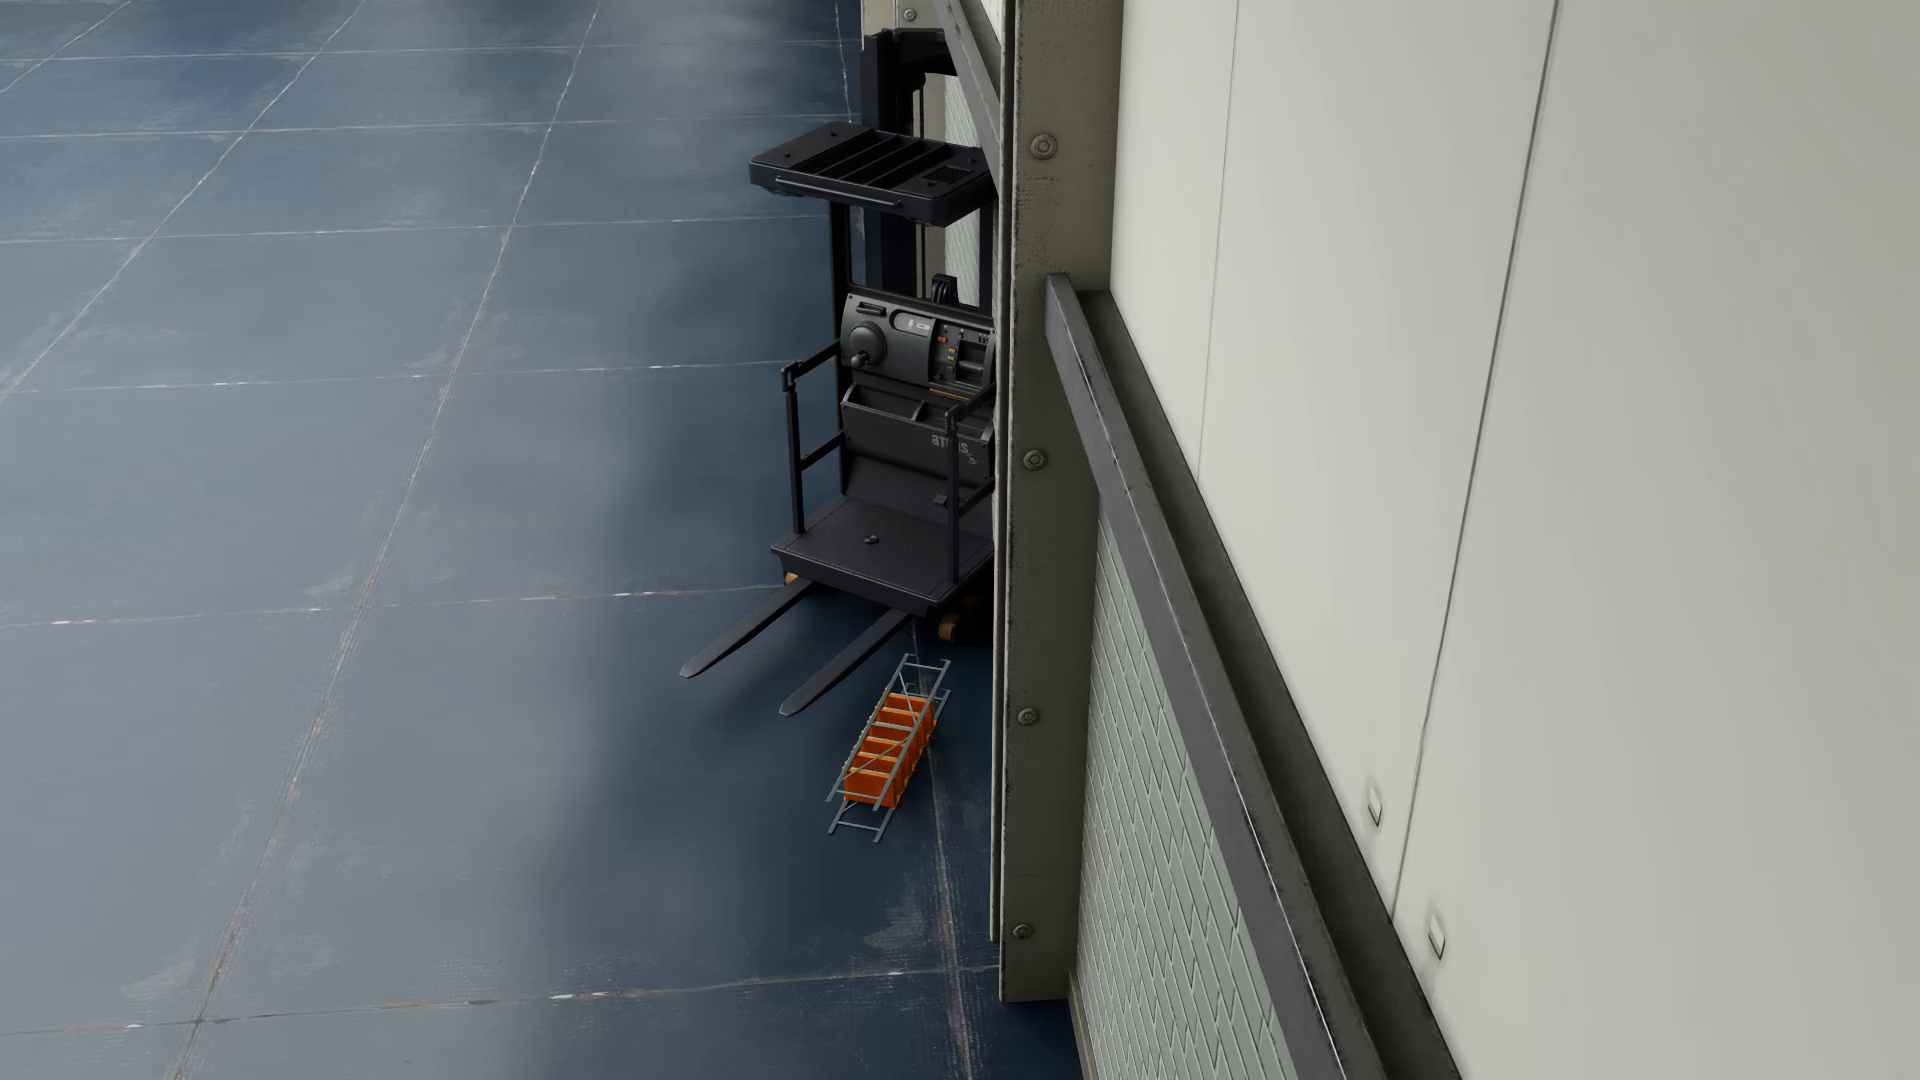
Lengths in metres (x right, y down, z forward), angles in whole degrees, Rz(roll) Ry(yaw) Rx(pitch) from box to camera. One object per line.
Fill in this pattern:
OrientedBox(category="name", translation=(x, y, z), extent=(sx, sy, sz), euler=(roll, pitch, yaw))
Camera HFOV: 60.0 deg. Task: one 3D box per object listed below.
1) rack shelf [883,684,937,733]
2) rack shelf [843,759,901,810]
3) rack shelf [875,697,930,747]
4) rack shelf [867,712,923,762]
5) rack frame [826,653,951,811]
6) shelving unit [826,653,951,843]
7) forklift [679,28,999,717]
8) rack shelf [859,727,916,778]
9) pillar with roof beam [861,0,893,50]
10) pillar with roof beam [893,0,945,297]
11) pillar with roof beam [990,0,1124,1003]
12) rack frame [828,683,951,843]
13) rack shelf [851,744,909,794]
OrientedBox(category="rack shelf", translation=(-0.245, 0.827, 8.177), extent=(0.258, 0.180, 0.103), euler=(8, 32, 13))
OrientedBox(category="rack shelf", translation=(-0.407, 1.123, 7.681), extent=(0.258, 0.180, 0.103), euler=(8, 32, 13))
OrientedBox(category="rack shelf", translation=(-0.278, 0.886, 8.078), extent=(0.258, 0.180, 0.103), euler=(8, 32, 13))
OrientedBox(category="rack shelf", translation=(-0.310, 0.945, 7.979), extent=(0.258, 0.180, 0.103), euler=(8, 32, 13))
OrientedBox(category="rack frame", translation=(-0.322, 0.889, 7.895), extent=(0.240, 0.006, 1.200), euler=(8, 32, 13))
OrientedBox(category="shelving unit", translation=(-0.322, 0.967, 7.942), extent=(0.258, 0.189, 1.200), euler=(8, 32, 13))
OrientedBox(category="forklift", translation=(-0.324, -0.981, 8.535), extent=(1.130, 2.935, 3.031), euler=(17, 35, 26))
OrientedBox(category="rack shelf", translation=(-0.342, 1.005, 7.879), extent=(0.258, 0.180, 0.103), euler=(8, 32, 13))
OrientedBox(category="pillar with roof beam", translation=(-5.110, -8.042, 14.438), extent=(9.100, 9.000, 0.400), euler=(-3, 31, -5))
OrientedBox(category="pillar with roof beam", translation=(-4.549, -4.978, 9.309), extent=(9.100, 9.000, 0.400), euler=(-3, 31, -5))
OrientedBox(category="pillar with roof beam", translation=(-3.989, -1.915, 4.181), extent=(9.100, 9.000, 0.400), euler=(-3, 31, -5))
OrientedBox(category="rack frame", translation=(-0.322, 1.046, 7.989), extent=(0.240, 0.006, 1.200), euler=(8, 32, 13))
OrientedBox(category="rack shelf", translation=(-0.375, 1.064, 7.780), extent=(0.258, 0.180, 0.103), euler=(8, 32, 13))
